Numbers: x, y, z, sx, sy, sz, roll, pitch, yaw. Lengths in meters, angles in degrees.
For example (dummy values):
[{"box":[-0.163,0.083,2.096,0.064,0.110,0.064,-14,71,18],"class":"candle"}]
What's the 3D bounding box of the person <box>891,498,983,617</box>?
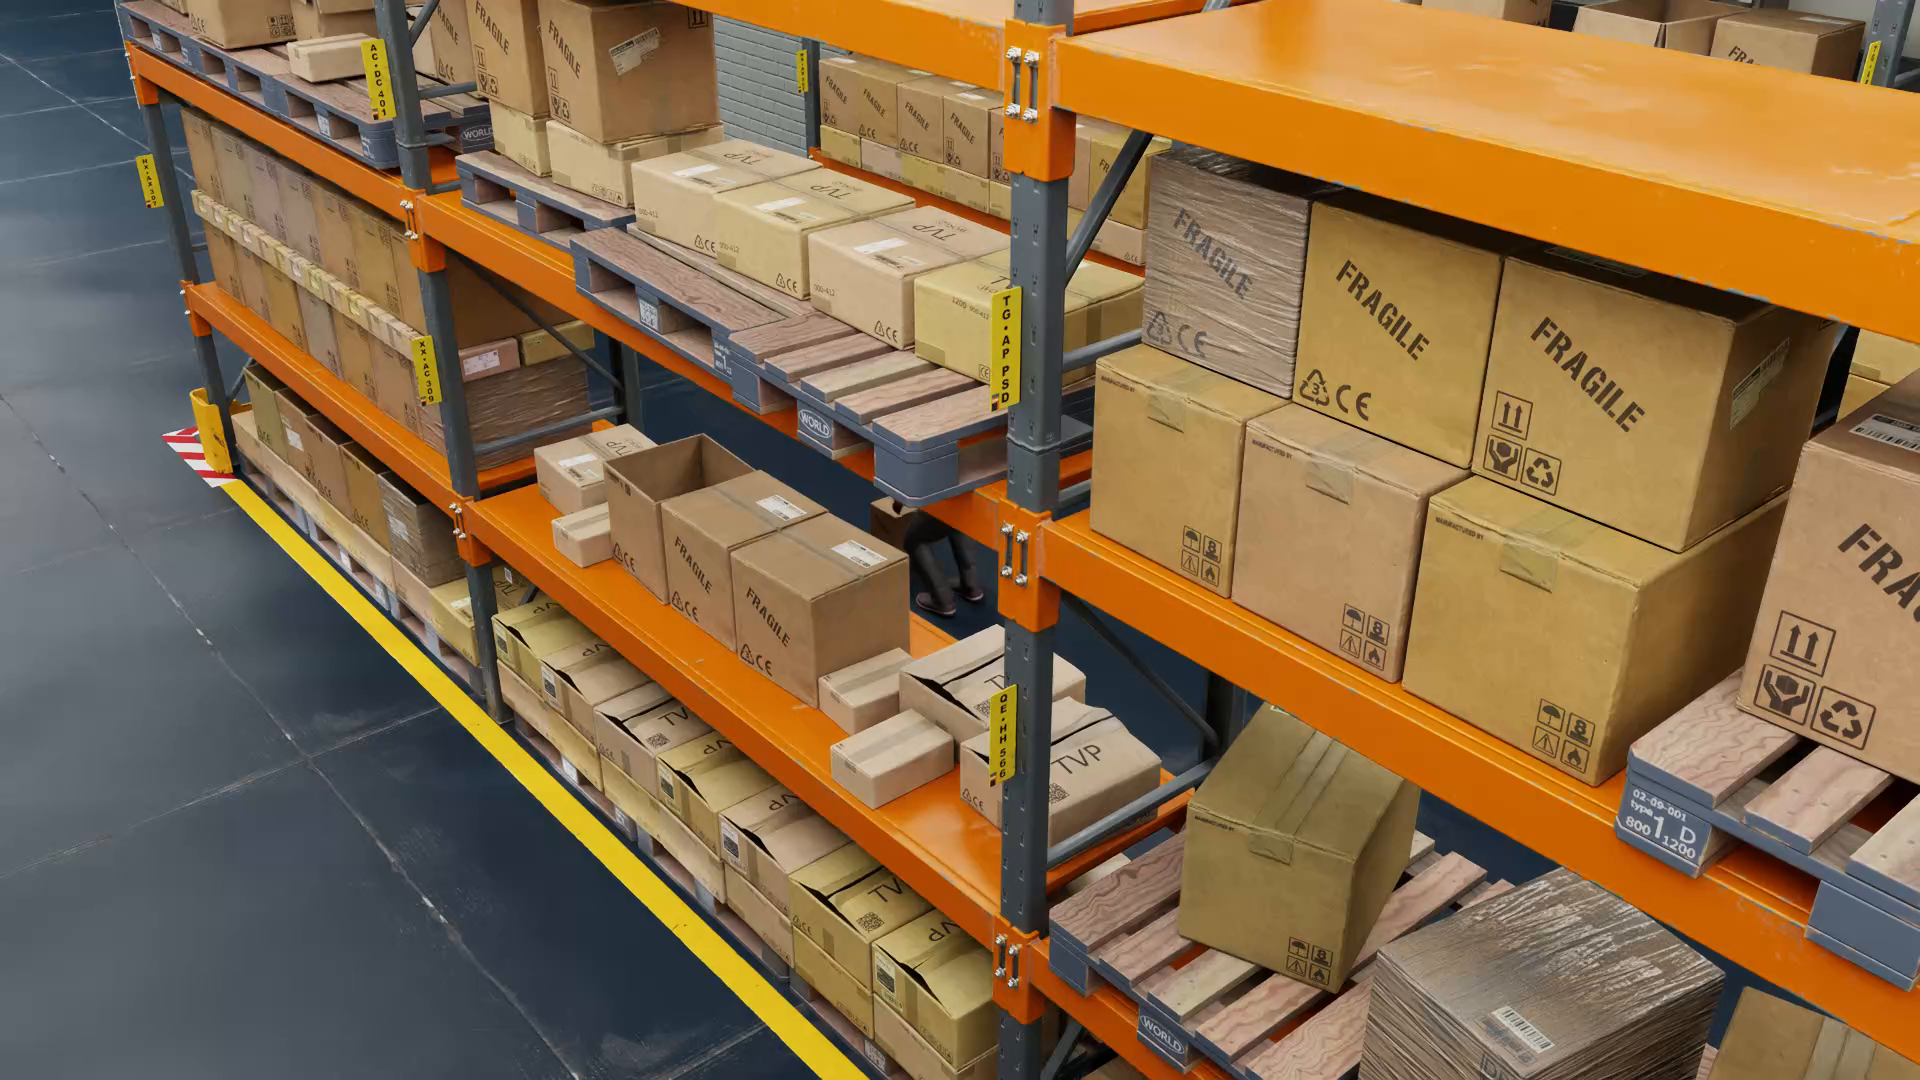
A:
[{"box":[-0.098,-0.251,9.387,0.484,1.390,0.616,-22,35,-35],"class":"person"}]
